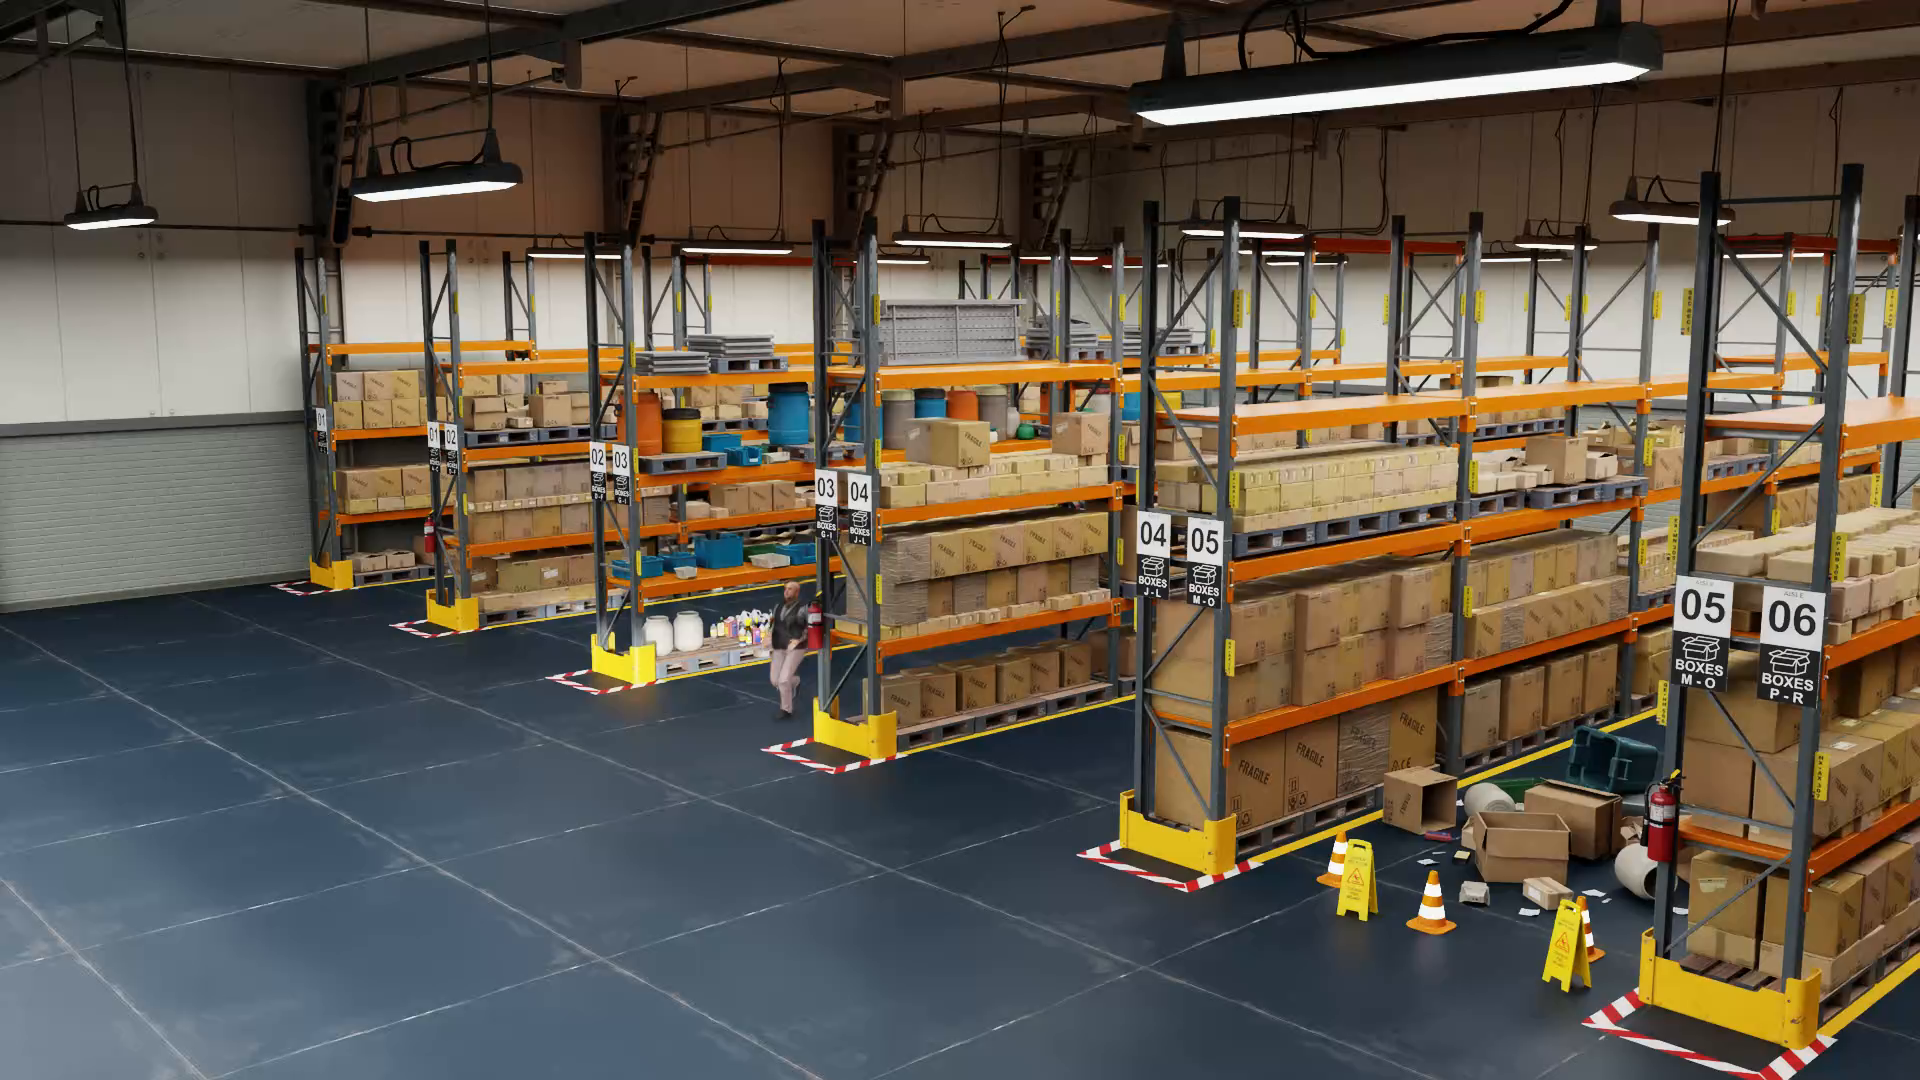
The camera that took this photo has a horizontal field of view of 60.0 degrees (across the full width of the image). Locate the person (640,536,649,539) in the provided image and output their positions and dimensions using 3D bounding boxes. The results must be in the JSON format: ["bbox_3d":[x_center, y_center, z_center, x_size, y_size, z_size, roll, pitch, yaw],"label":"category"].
[{"bbox_3d":[-5.841,-0.082,30.176,0.560,1.685,0.605,8,12,43],"label":"person"}]

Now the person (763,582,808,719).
[{"bbox_3d":[-2.095,1.343,20.502,0.653,1.665,0.668,5,10,31],"label":"person"}]
